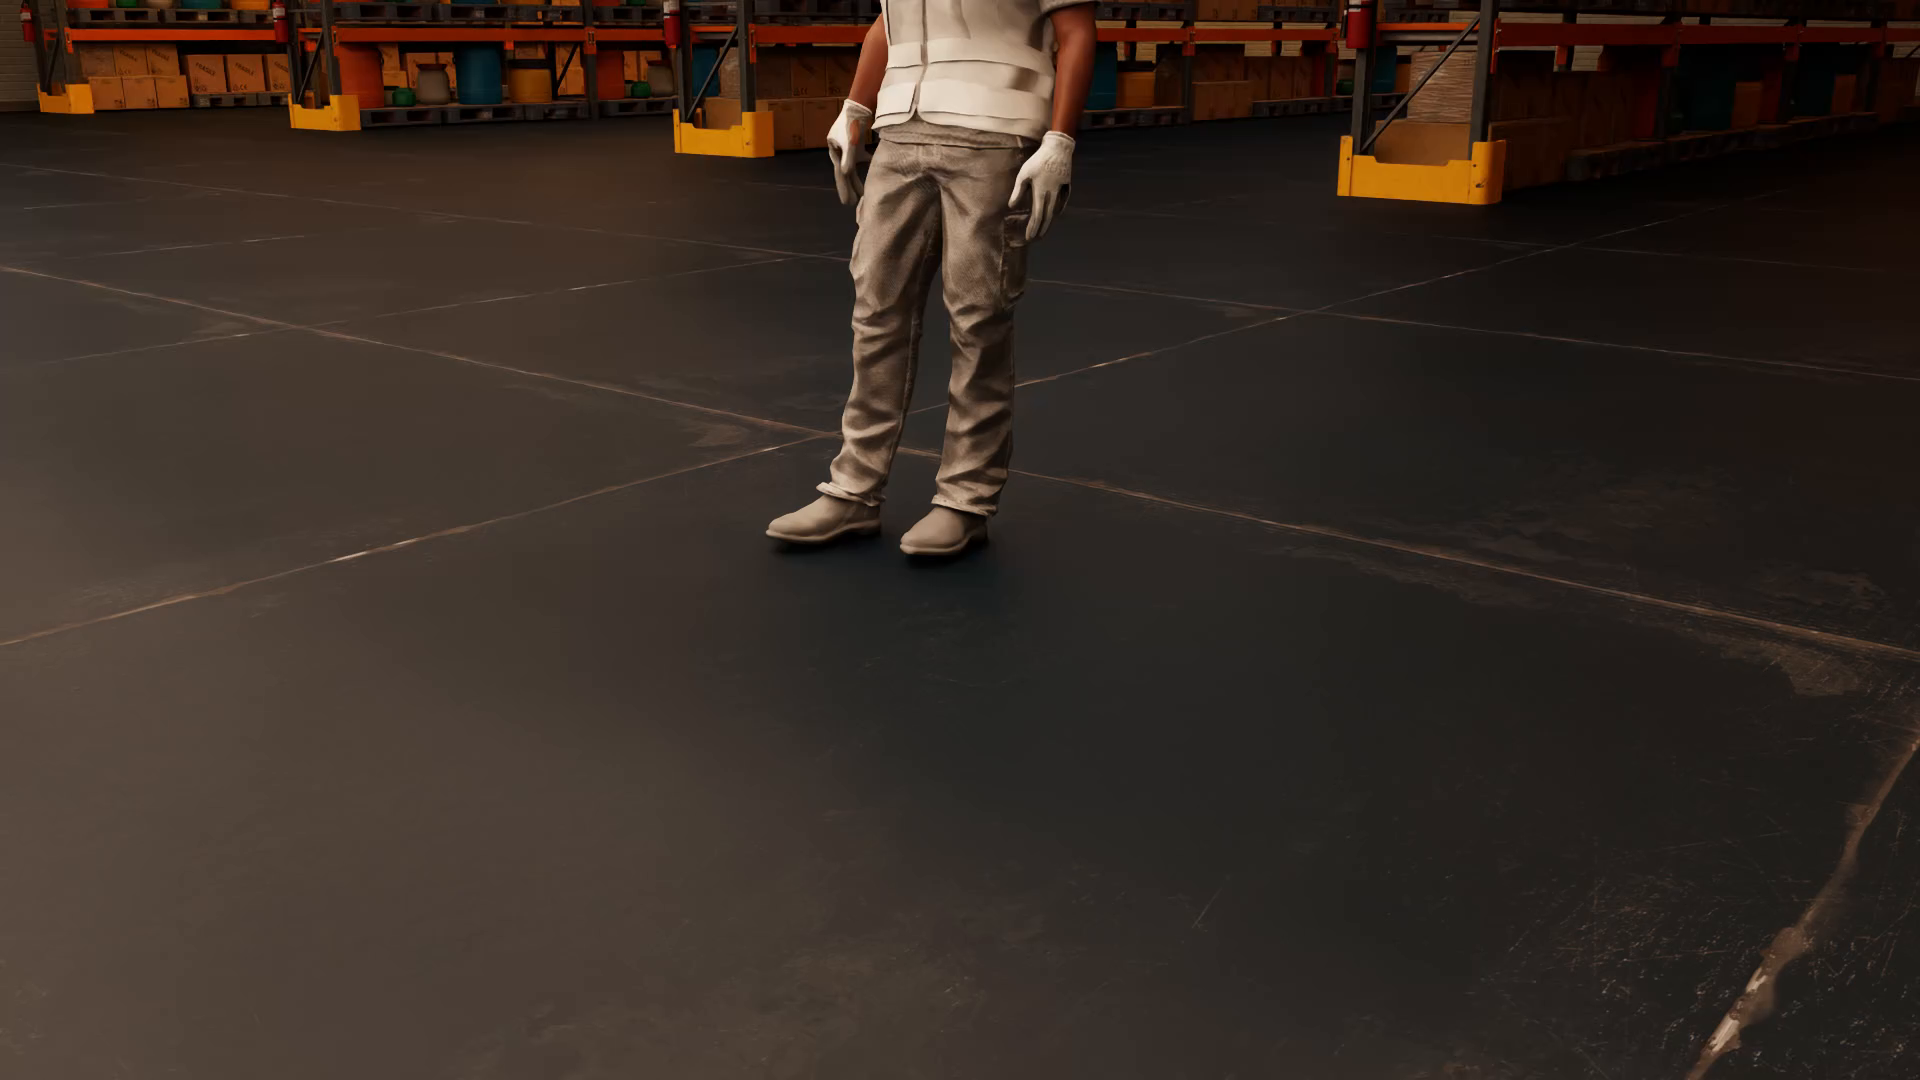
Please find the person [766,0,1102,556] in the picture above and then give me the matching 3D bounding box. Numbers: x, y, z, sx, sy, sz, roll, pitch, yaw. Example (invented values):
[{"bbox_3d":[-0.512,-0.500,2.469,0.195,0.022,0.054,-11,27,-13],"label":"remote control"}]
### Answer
[{"bbox_3d":[-0.053,-0.845,3.632,0.657,1.785,0.575,13,21,37],"label":"person"}]
